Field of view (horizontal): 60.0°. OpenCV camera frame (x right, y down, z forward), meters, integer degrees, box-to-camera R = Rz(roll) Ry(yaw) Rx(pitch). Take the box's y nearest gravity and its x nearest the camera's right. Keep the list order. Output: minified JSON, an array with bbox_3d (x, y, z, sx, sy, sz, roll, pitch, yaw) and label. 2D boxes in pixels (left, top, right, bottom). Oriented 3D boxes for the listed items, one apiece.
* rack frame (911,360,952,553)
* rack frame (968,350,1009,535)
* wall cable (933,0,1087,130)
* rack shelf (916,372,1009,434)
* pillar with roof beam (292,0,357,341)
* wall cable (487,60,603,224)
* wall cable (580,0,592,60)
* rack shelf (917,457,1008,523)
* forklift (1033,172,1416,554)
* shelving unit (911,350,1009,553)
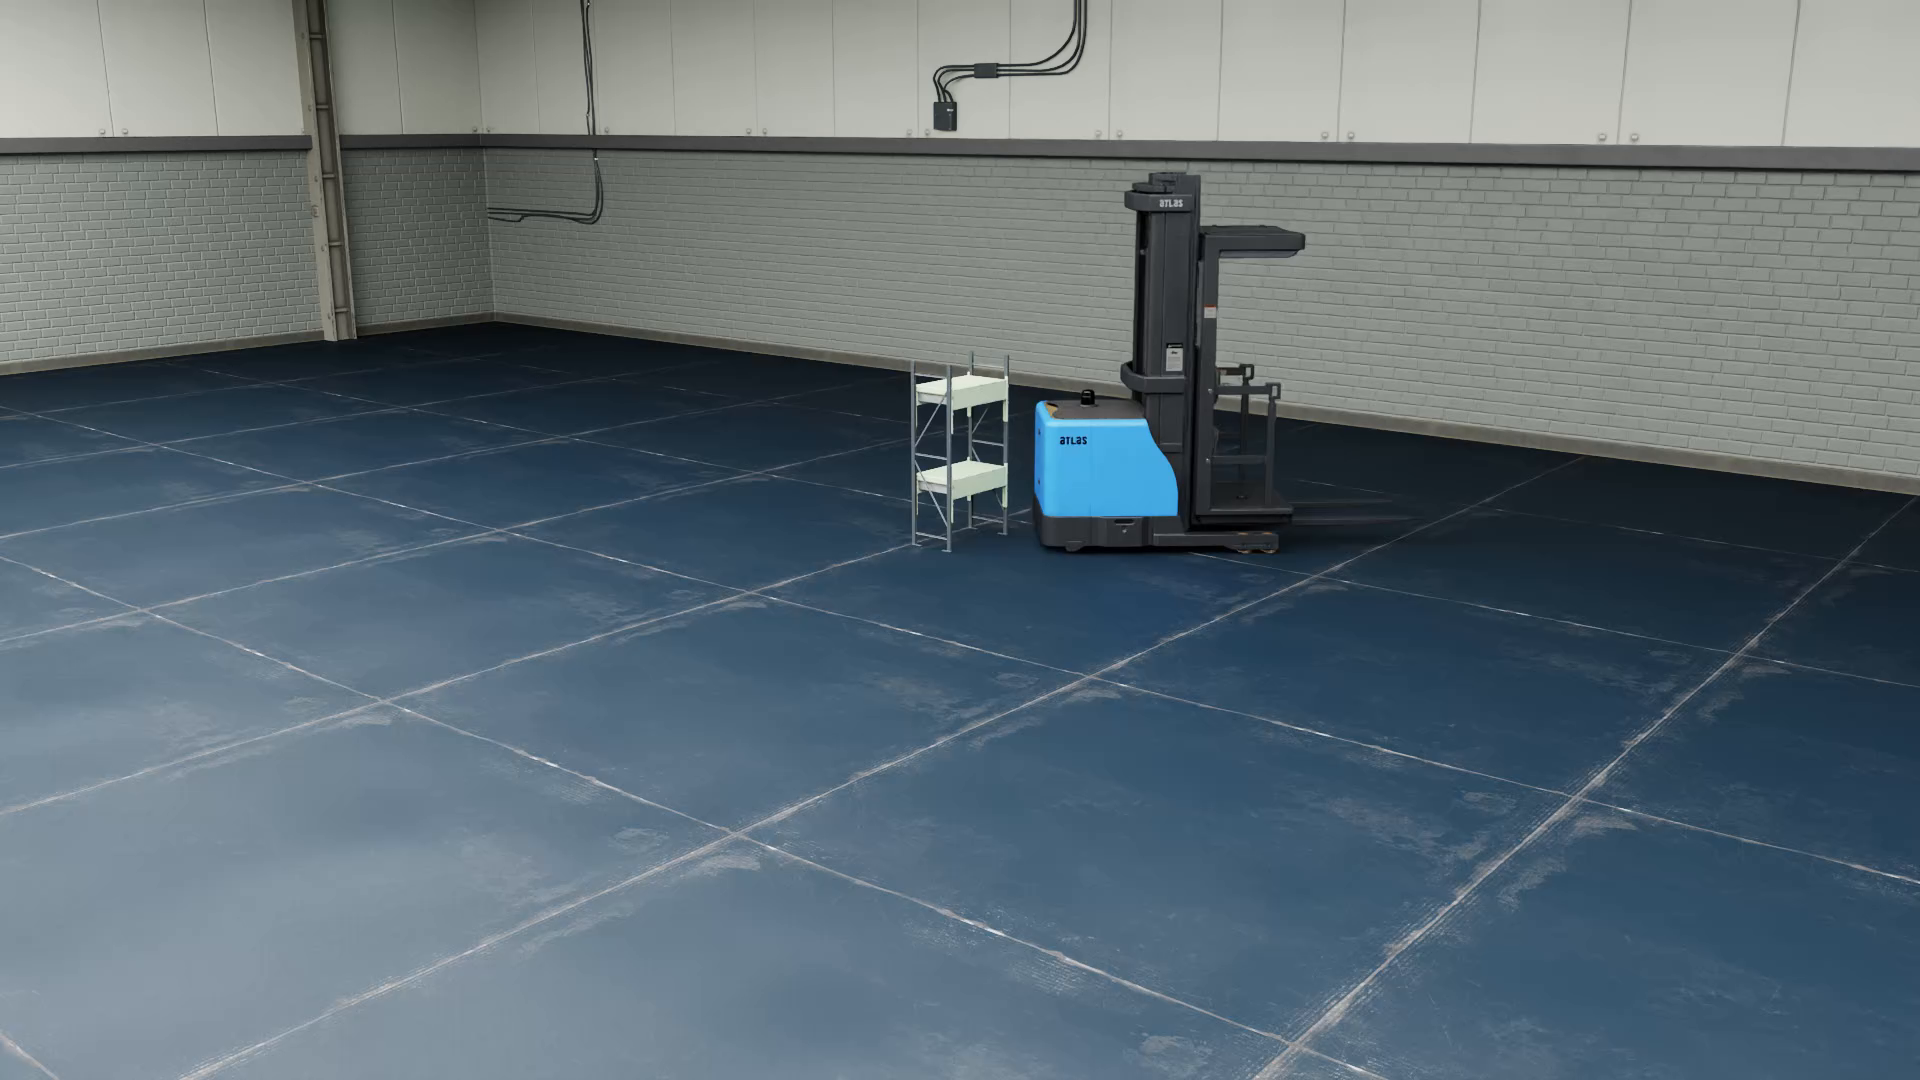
[{"bbox_3d":[-0.226,-0.658,13.167,0.400,1.500,0.023,11,18,38],"label":"rack frame"},{"bbox_3d":[0.234,-0.798,13.719,0.400,1.500,0.023,11,18,38],"label":"rack frame"},{"bbox_3d":[0.577,-8.035,20.068,2.305,6.003,0.169,11,18,38],"label":"wall cable"},{"bbox_3d":[0.004,-1.106,13.347,0.431,0.370,0.720,11,18,38],"label":"rack shelf"},{"bbox_3d":[-6.329,-6.833,22.244,9.100,9.000,0.400,11,18,38],"label":"pillar with roof beam"},{"bbox_3d":[-6.797,-6.354,26.664,3.097,2.526,0.112,11,18,38],"label":"wall cable"},{"bbox_3d":[-4.693,-8.383,24.395,3.097,2.526,0.112,11,18,38],"label":"wall cable"},{"bbox_3d":[0.004,-0.412,13.524,0.431,0.370,0.720,11,18,38],"label":"rack shelf"},{"bbox_3d":[2.145,-1.442,13.346,3.031,2.935,1.130,-1,14,-2],"label":"forklift"},{"bbox_3d":[0.004,-0.728,13.443,0.431,1.500,0.755,11,18,38],"label":"shelving unit"}]
